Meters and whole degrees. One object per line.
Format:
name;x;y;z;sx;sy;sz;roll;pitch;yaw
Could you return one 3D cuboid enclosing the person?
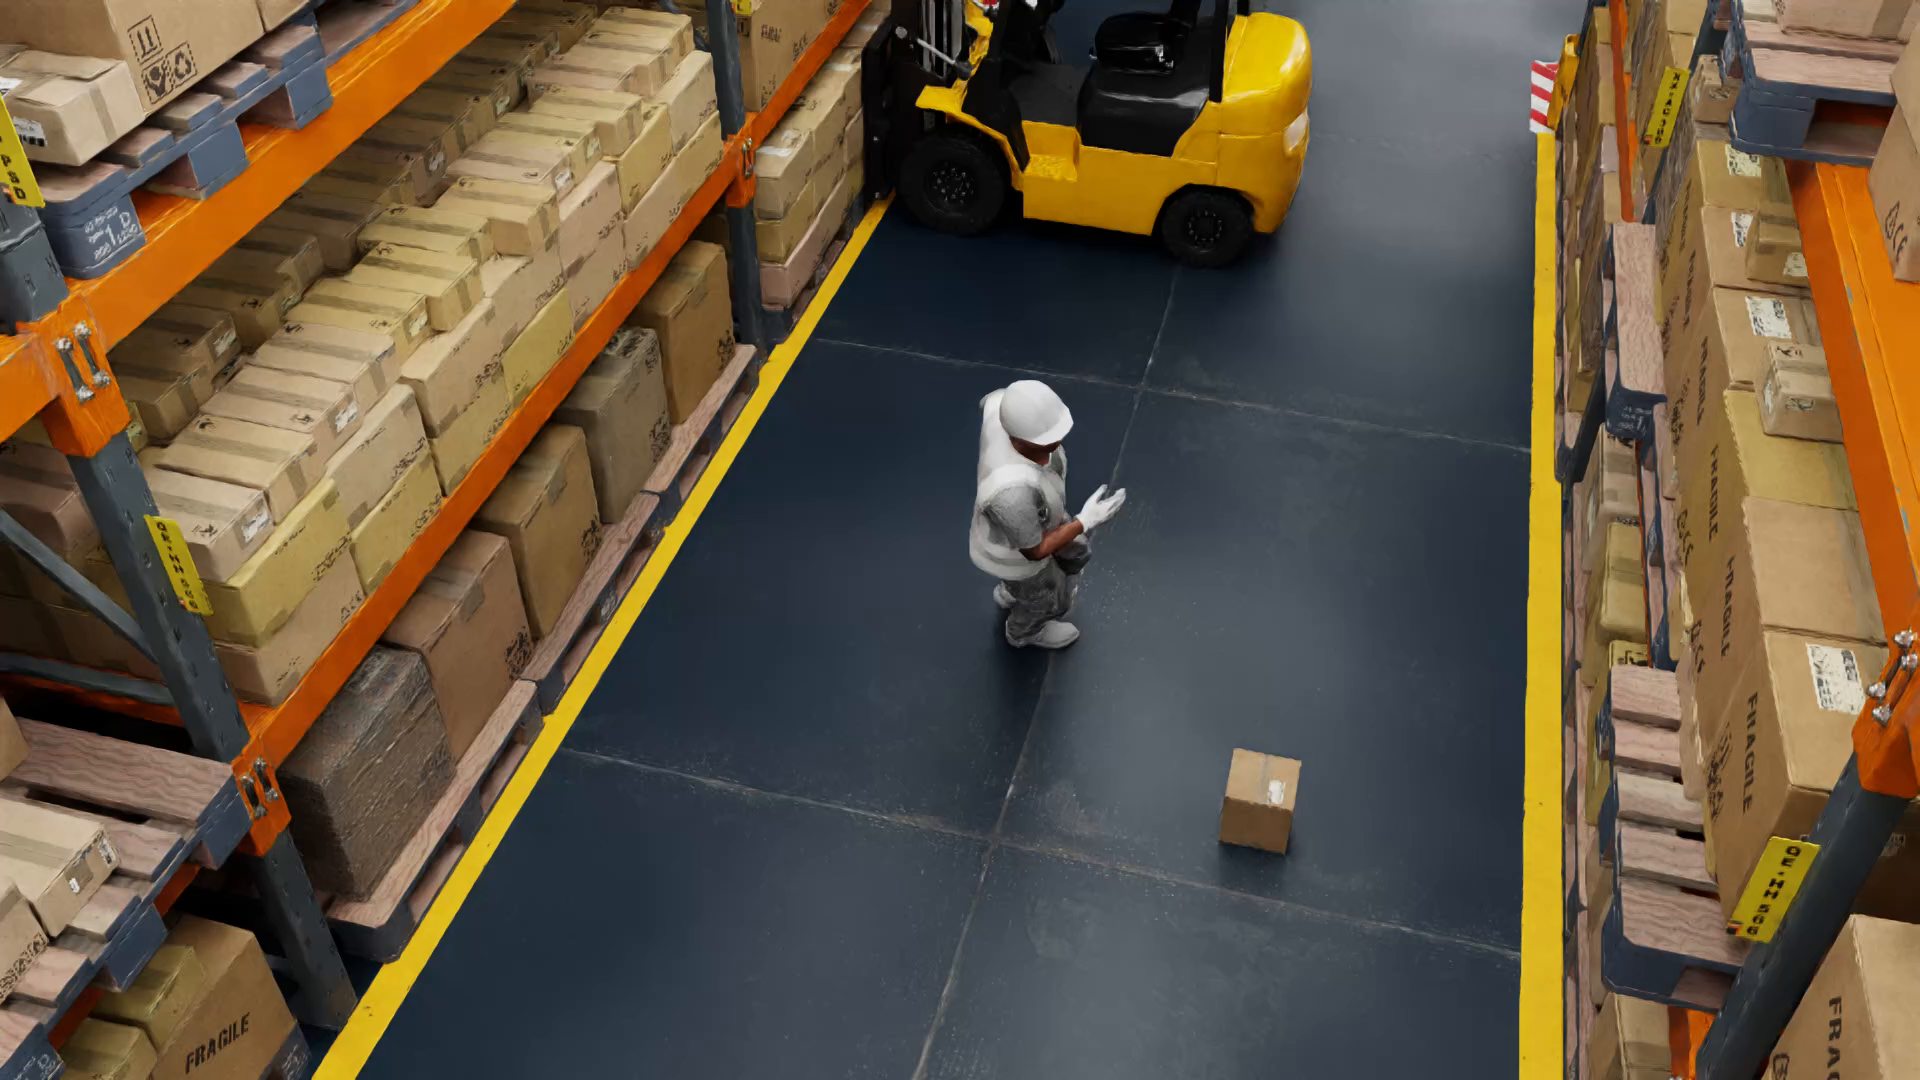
person;0.331;-0.077;6.327;0.573;1.661;0.941;3;41;3
